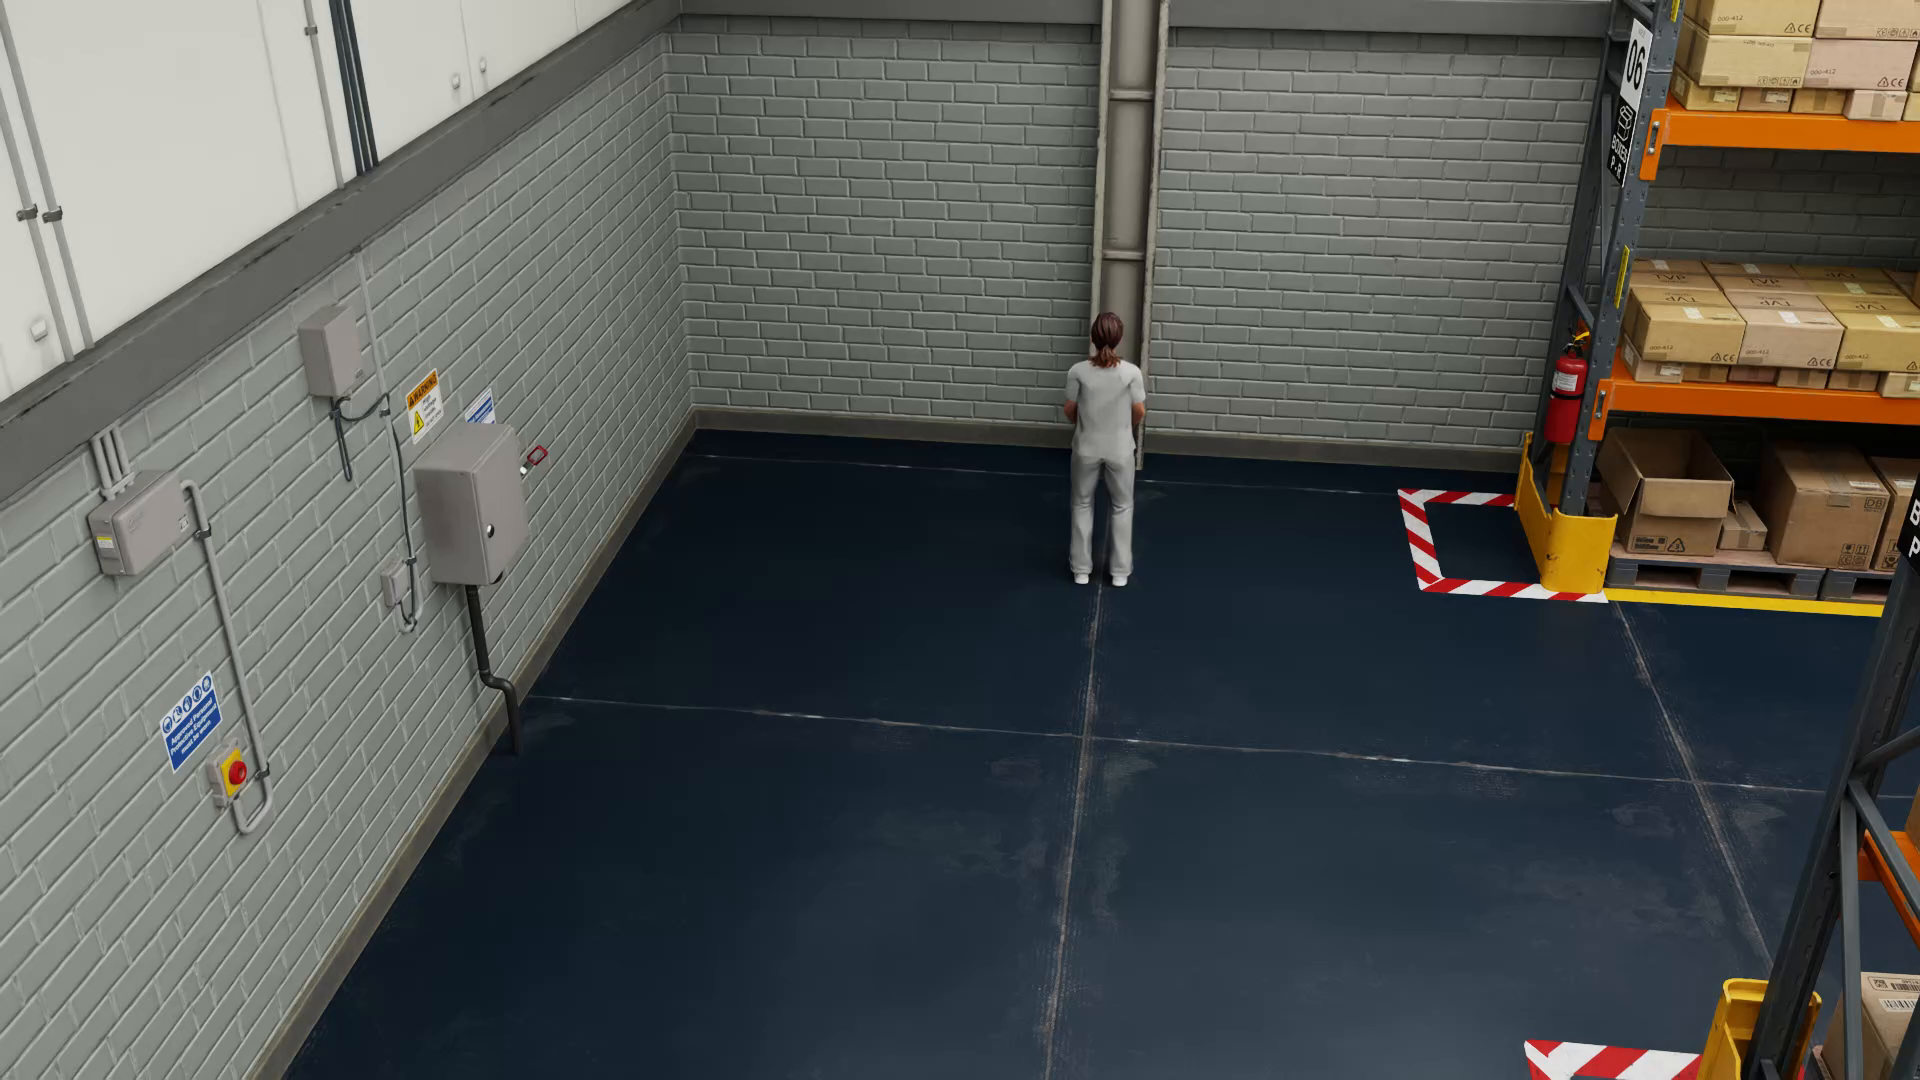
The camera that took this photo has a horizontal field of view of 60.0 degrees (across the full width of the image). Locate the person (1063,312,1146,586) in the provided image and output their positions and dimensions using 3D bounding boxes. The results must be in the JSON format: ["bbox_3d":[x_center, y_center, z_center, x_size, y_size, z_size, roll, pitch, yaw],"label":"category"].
[{"bbox_3d":[0.823,-0.533,9.605,0.465,1.675,0.461,3,29,6],"label":"person"}]
